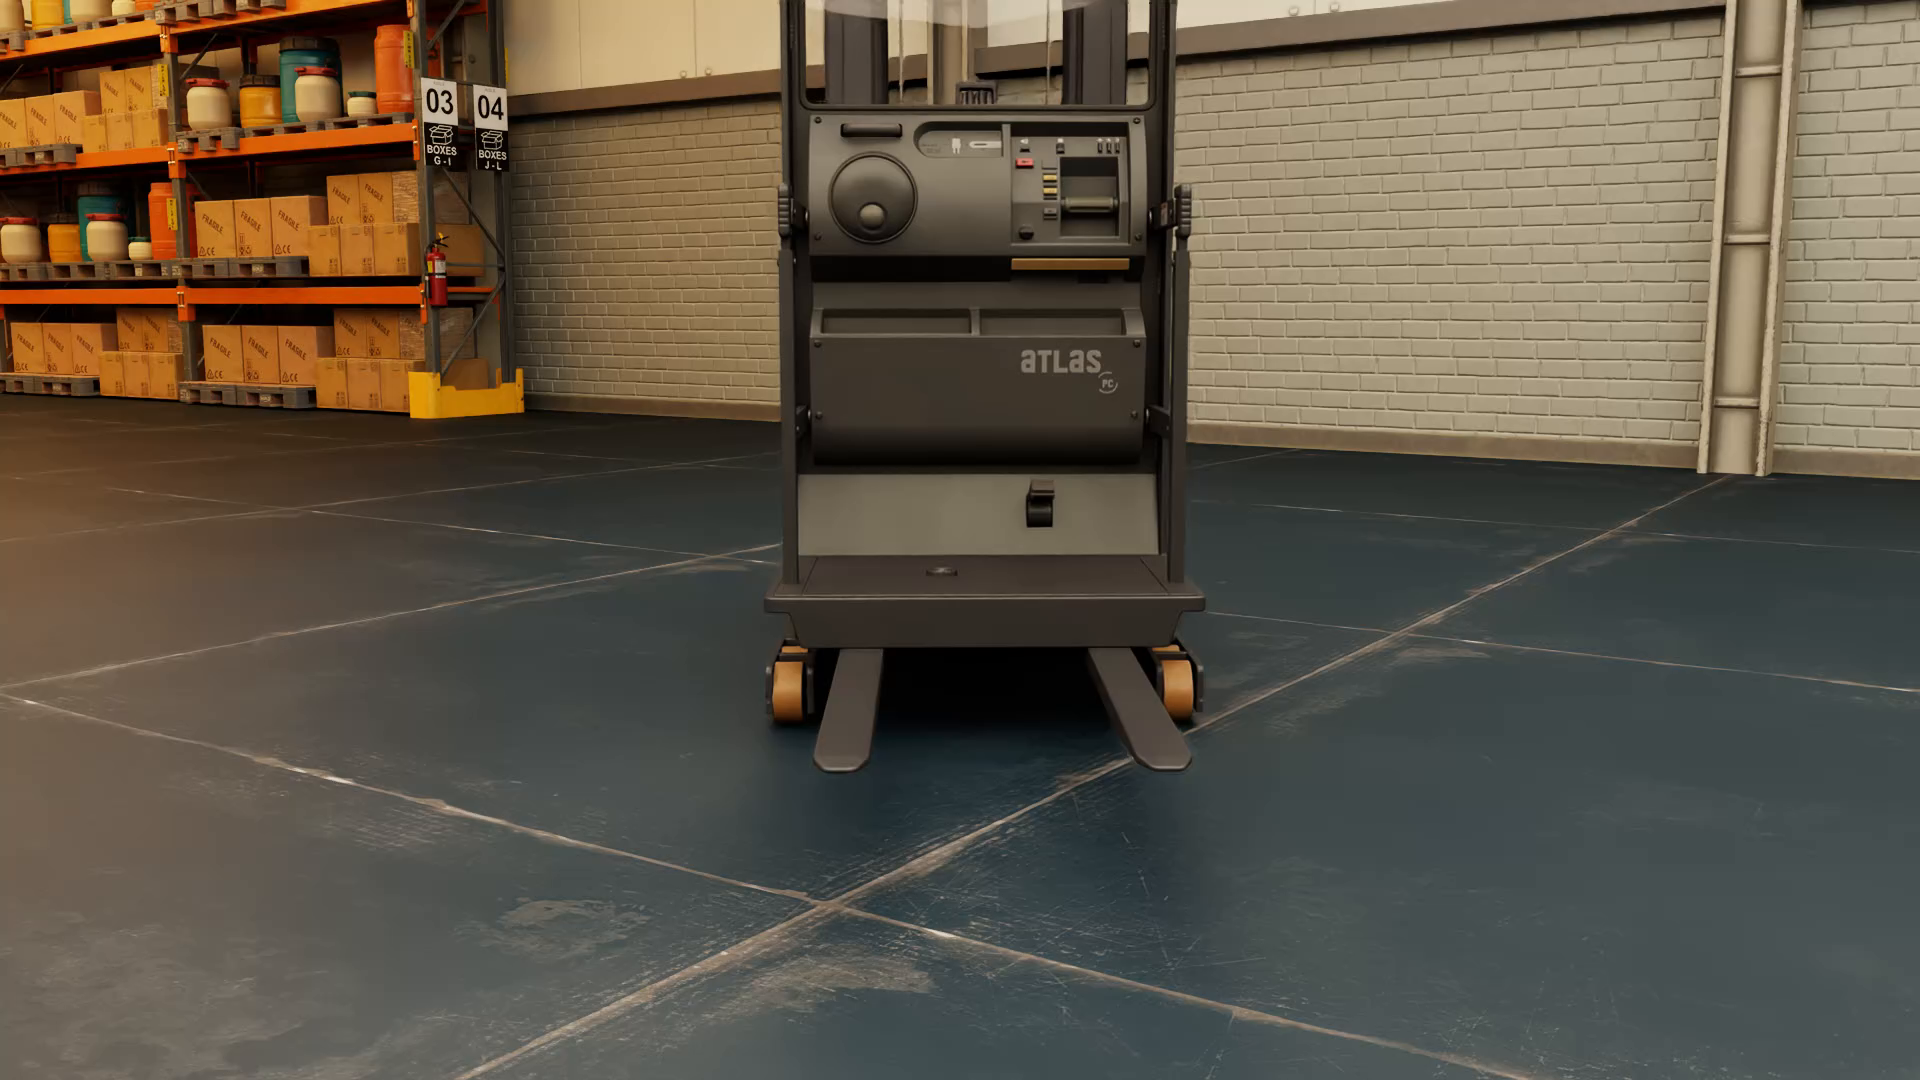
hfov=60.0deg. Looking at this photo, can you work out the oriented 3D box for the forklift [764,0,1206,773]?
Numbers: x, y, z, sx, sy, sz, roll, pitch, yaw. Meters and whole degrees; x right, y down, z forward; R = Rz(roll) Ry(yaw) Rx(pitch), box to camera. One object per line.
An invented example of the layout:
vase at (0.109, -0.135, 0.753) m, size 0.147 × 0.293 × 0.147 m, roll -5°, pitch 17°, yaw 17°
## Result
forklift at (0.055, -1.022, 4.382) m, size 1.130 × 2.935 × 3.031 m, roll 0°, pitch 8°, yaw -1°
